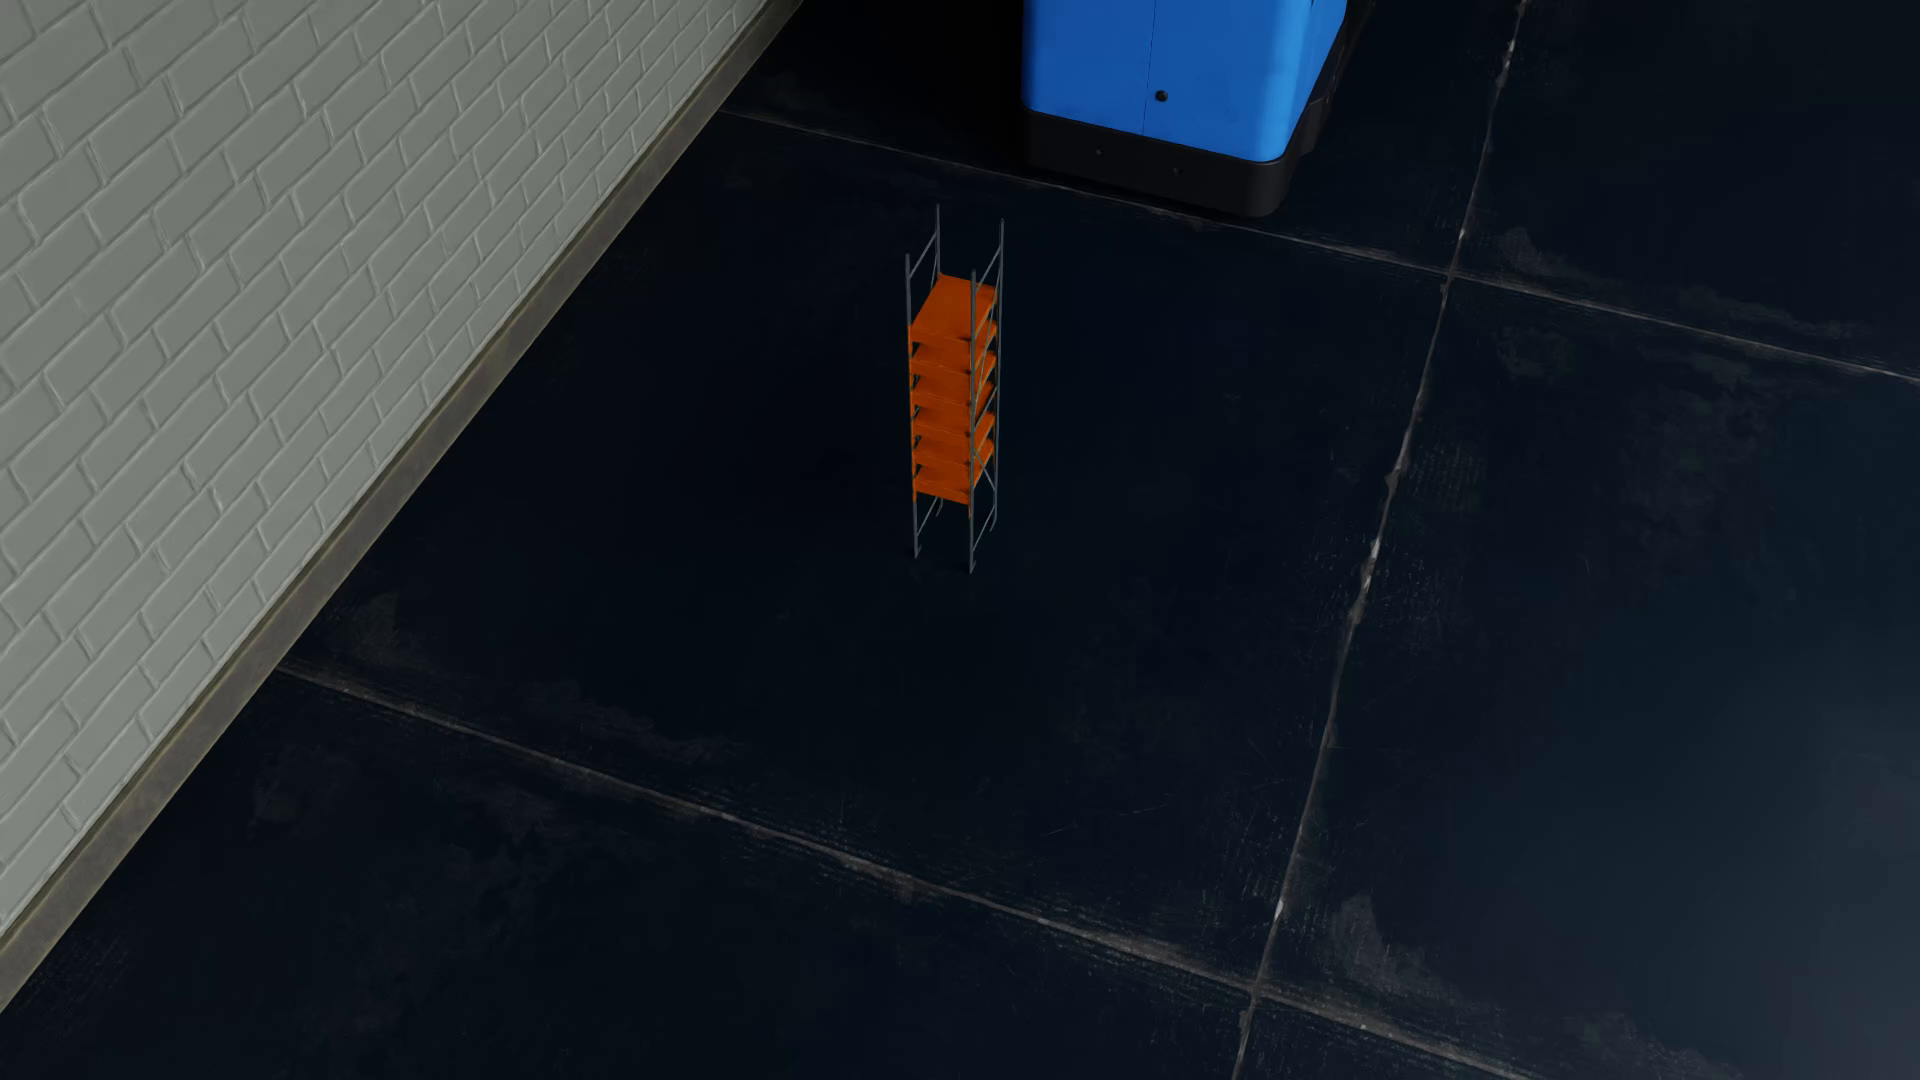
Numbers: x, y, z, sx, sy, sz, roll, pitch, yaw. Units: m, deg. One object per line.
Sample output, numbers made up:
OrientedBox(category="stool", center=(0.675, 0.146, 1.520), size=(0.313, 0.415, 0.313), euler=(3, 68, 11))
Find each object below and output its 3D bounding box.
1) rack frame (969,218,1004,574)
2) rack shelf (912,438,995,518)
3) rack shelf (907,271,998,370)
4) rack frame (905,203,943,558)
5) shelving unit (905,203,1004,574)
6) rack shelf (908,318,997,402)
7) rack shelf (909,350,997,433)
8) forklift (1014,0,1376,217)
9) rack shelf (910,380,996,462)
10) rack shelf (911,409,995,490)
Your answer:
OrientedBox(category="rack frame", center=(0.072, -0.373, 4.779), size=(0.006, 1.200, 0.240), euler=(16, 51, 13))
OrientedBox(category="rack shelf", center=(-0.014, -0.210, 5.015), size=(0.180, 0.103, 0.258), euler=(16, 51, 13))
OrientedBox(category="rack shelf", center=(-0.014, -0.603, 4.561), size=(0.180, 0.103, 0.258), euler=(16, 51, 13))
OrientedBox(category="rack frame", center=(-0.099, -0.421, 4.821), size=(0.006, 1.200, 0.240), euler=(16, 51, 13))
OrientedBox(category="shelving unit", center=(-0.014, -0.397, 4.800), size=(0.189, 1.200, 0.258), euler=(16, 51, 13))
OrientedBox(category="rack shelf", center=(-0.014, -0.525, 4.652), size=(0.180, 0.103, 0.258), euler=(16, 51, 13))
OrientedBox(category="rack shelf", center=(-0.014, -0.446, 4.743), size=(0.180, 0.103, 0.258), euler=(16, 51, 13))
OrientedBox(category="forklift", center=(1.225, -3.300, 6.171), size=(1.130, 2.935, 3.031), euler=(17, 51, 14))
OrientedBox(category="rack shelf", center=(-0.014, -0.368, 4.833), size=(0.180, 0.103, 0.258), euler=(16, 51, 13))
OrientedBox(category="rack shelf", center=(-0.014, -0.289, 4.924), size=(0.180, 0.103, 0.258), euler=(16, 51, 13))
